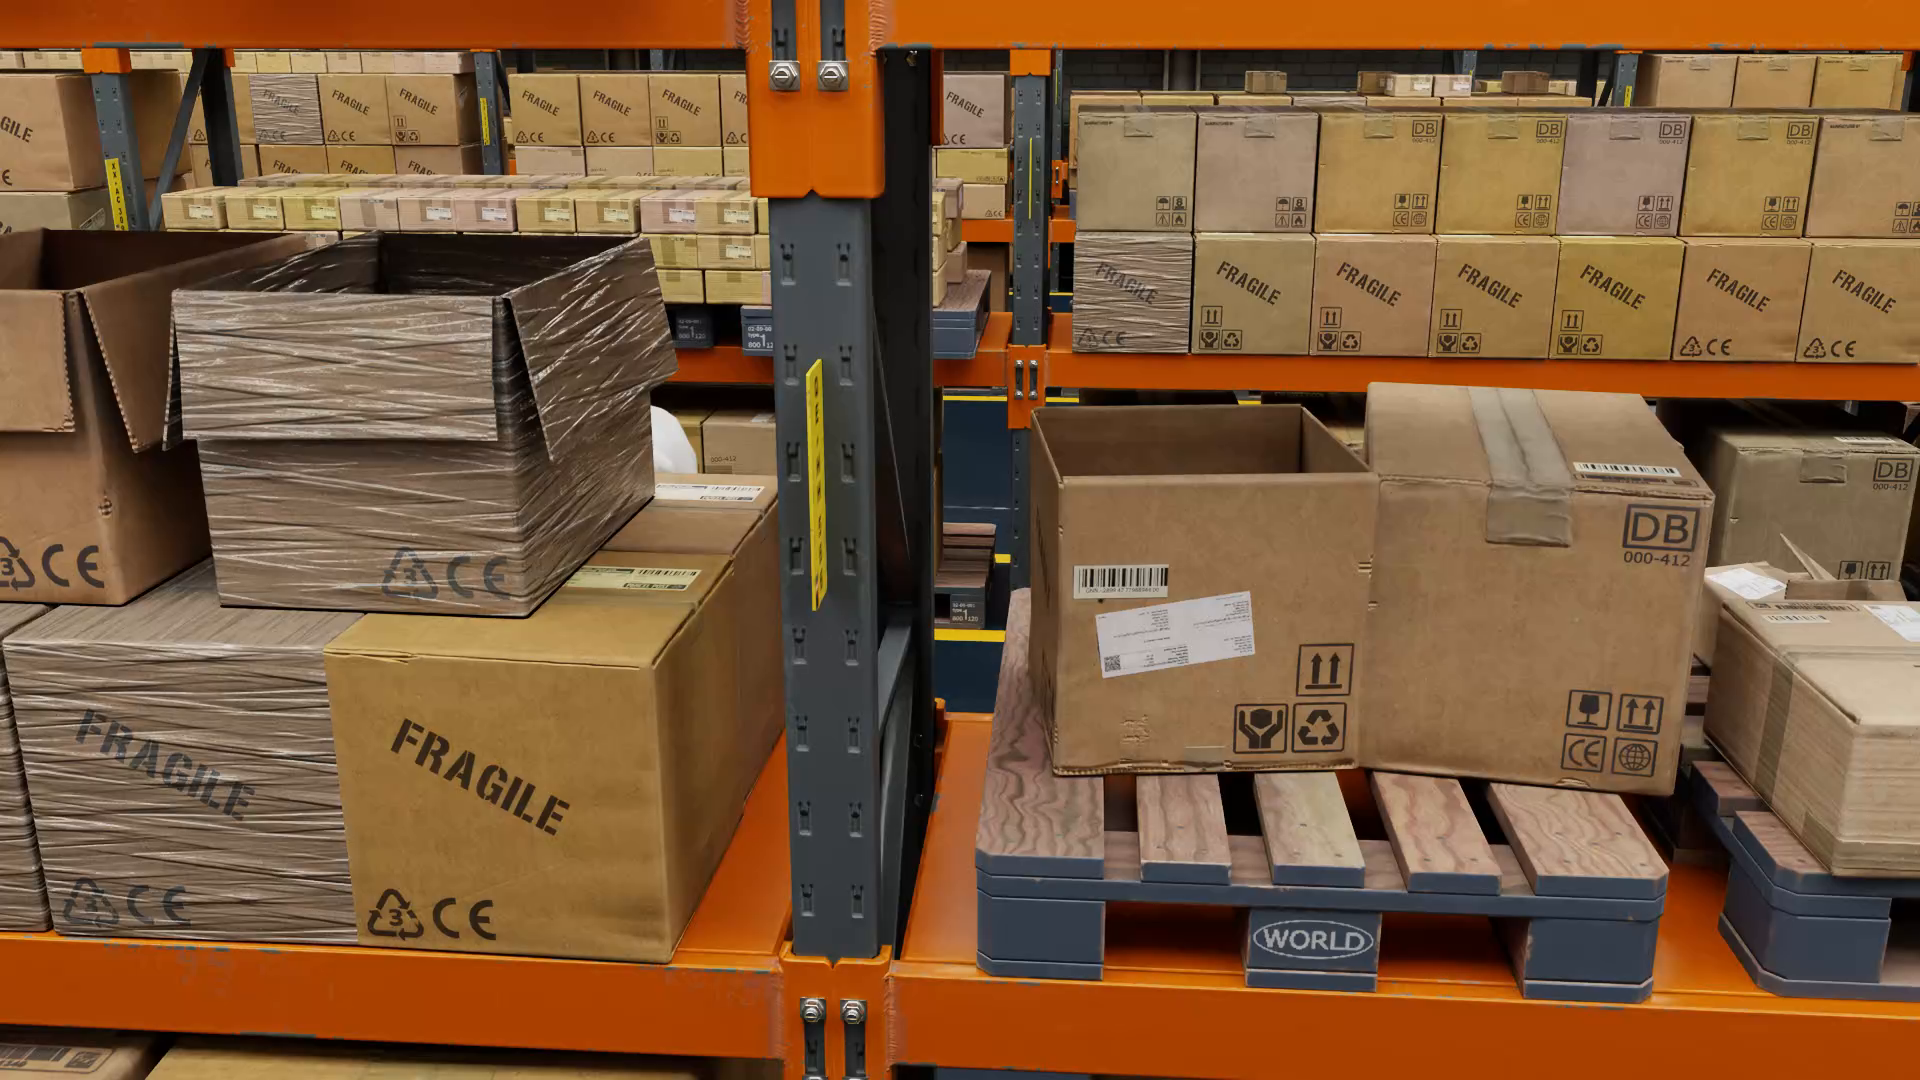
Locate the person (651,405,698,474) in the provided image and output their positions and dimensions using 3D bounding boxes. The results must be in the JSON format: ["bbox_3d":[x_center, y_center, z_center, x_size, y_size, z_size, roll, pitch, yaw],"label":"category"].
[{"bbox_3d":[-1.044,0.194,5.398,0.460,1.761,0.627,1,17,4],"label":"person"}]
